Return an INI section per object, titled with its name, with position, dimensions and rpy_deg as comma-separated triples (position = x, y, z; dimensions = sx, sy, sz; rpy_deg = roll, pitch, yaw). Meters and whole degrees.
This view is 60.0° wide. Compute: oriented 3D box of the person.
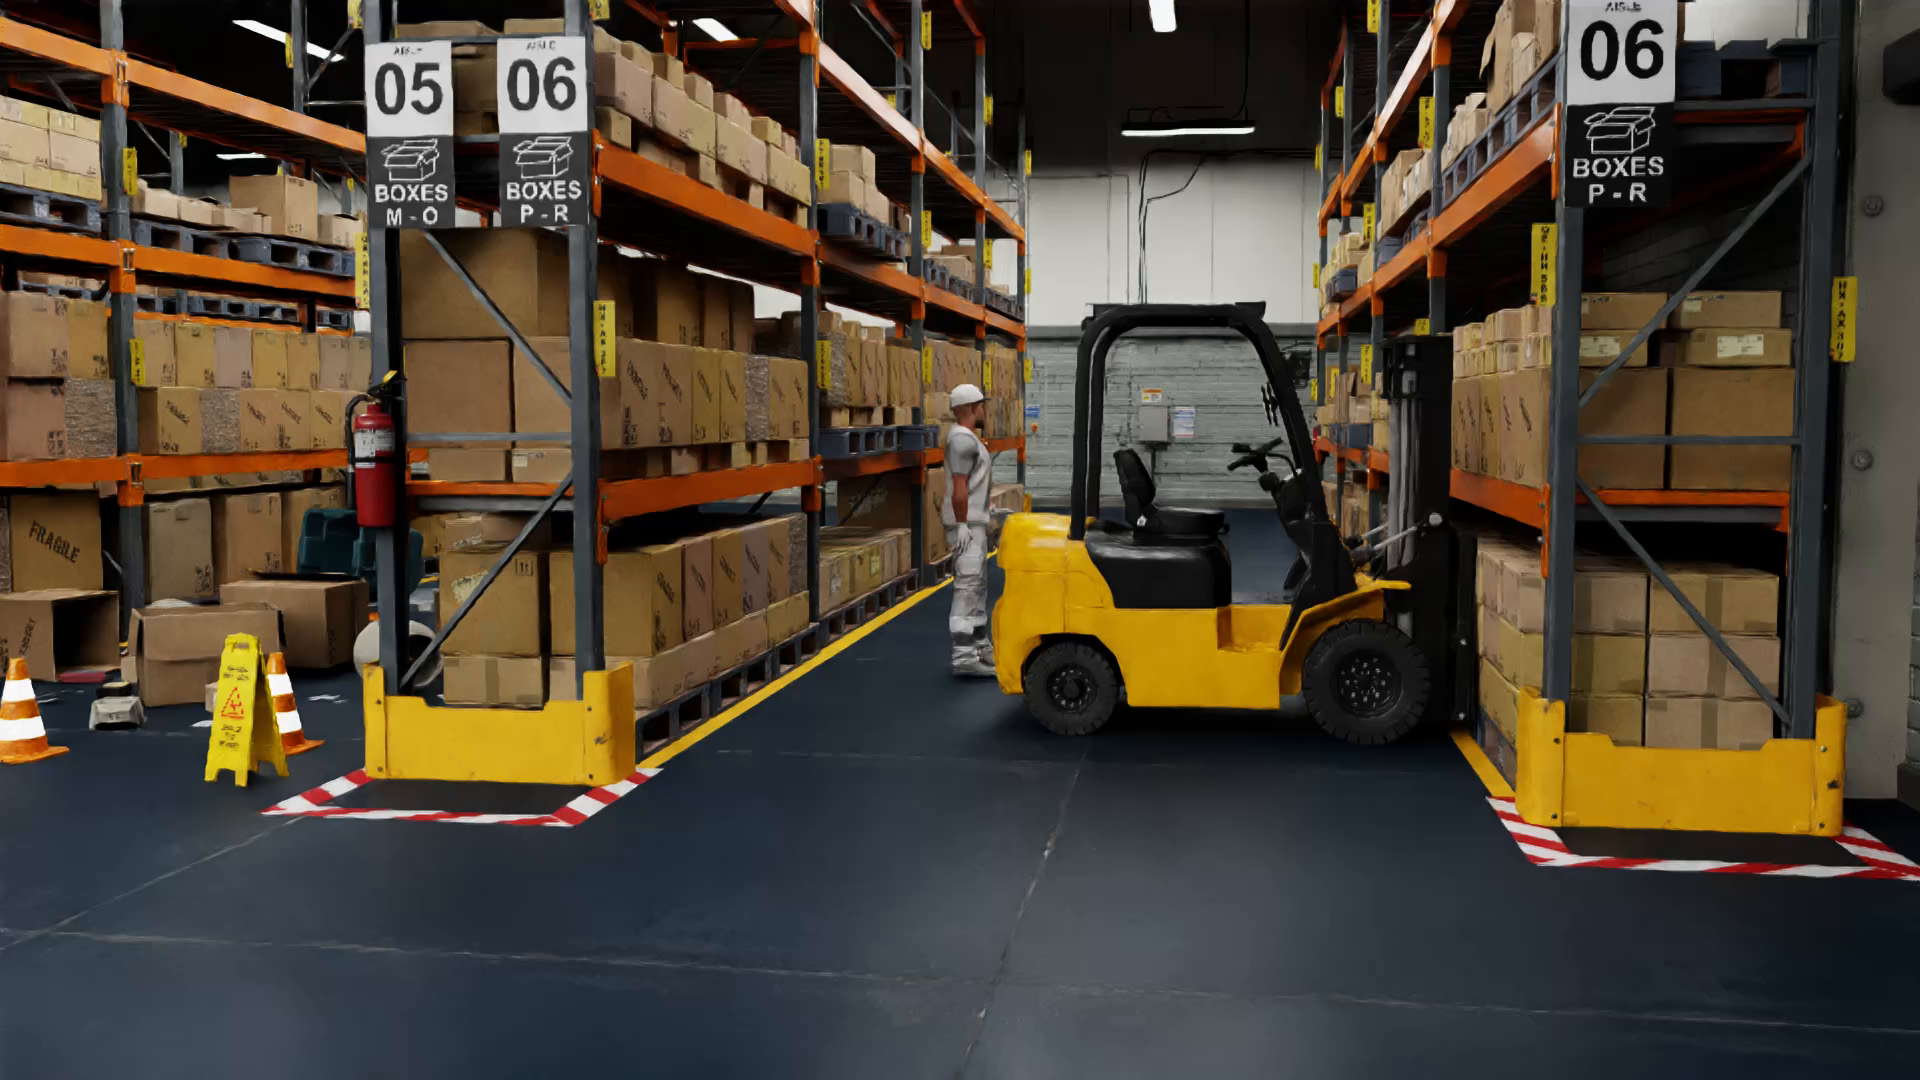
[person]
position = 0.114, -0.076, 10.319
dimensions = 0.478, 1.787, 0.628
rpy_deg = 0, 4, 0
